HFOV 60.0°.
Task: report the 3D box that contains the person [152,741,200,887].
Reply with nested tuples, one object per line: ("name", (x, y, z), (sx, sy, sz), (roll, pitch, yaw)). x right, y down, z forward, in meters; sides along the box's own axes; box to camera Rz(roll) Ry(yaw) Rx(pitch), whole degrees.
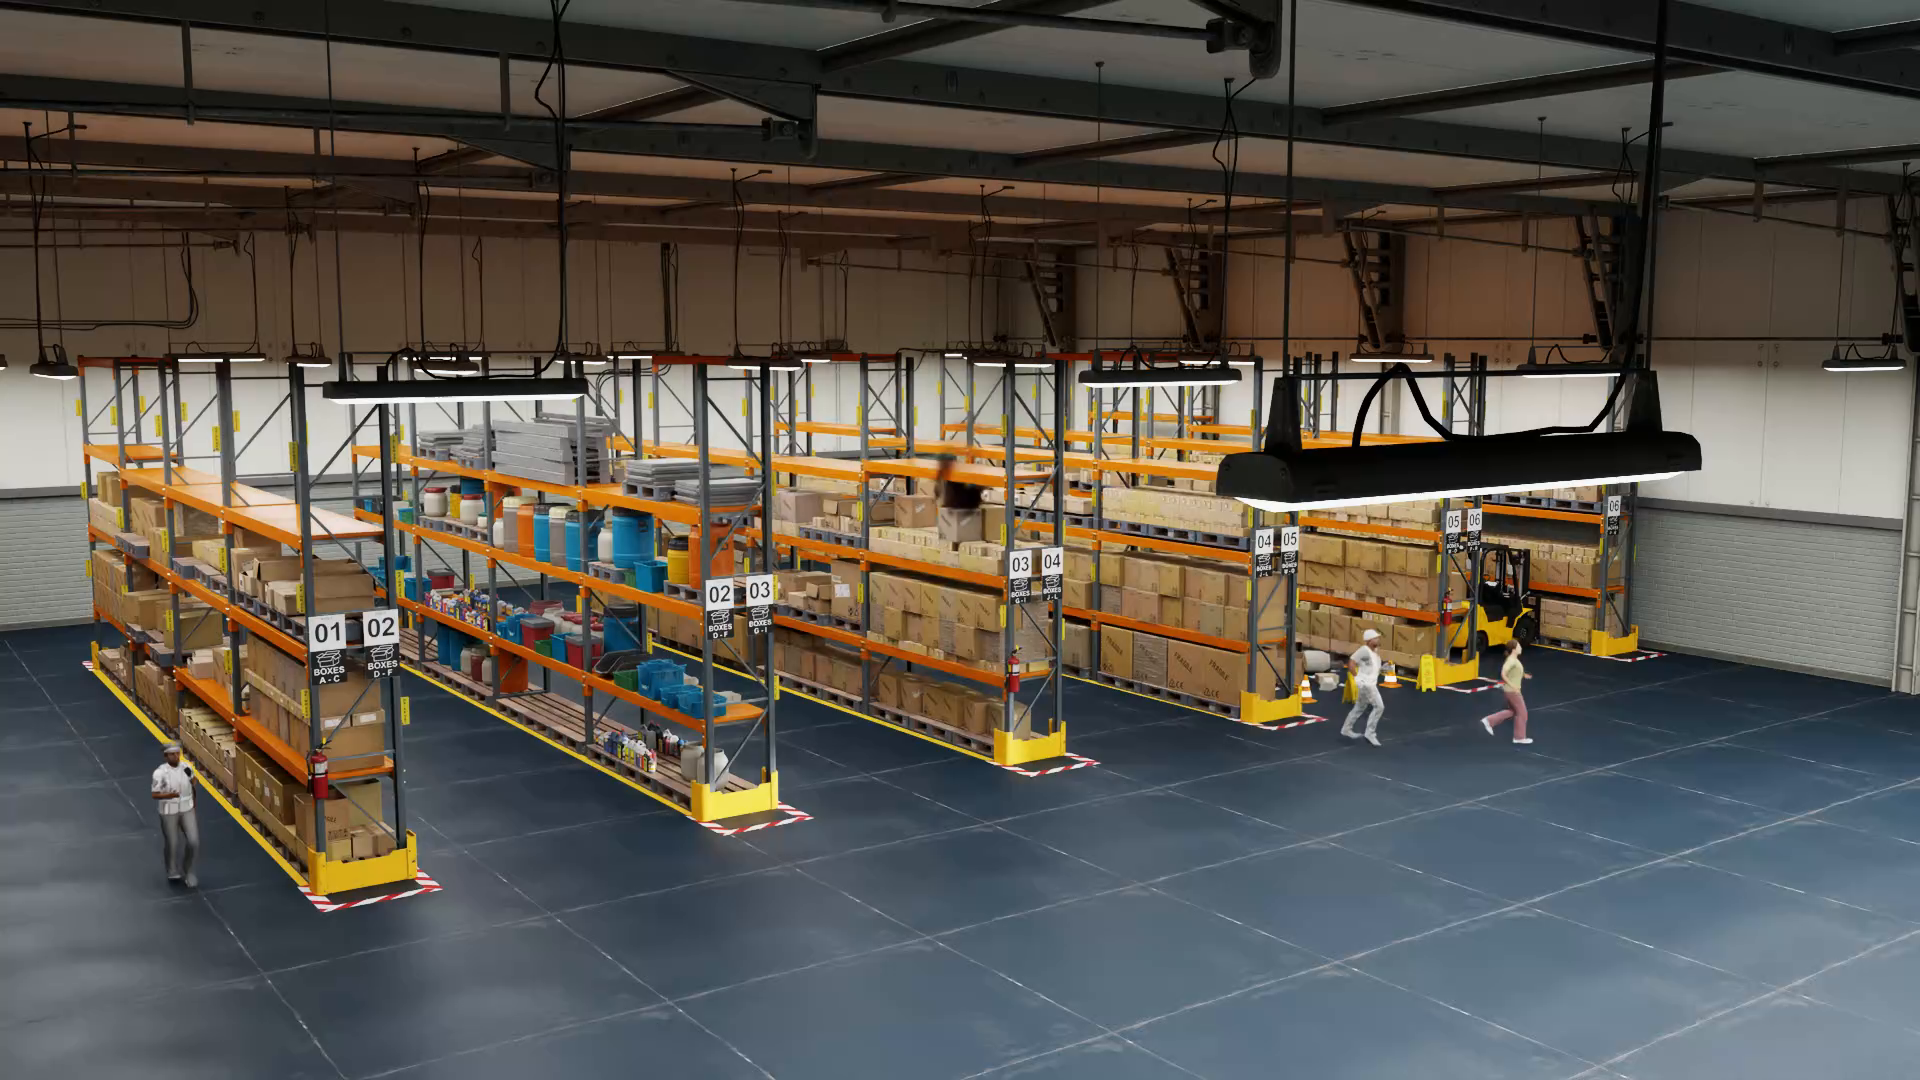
("person", (-9.042, 3.174, 19.243), (0.553, 1.742, 0.681), (-6, 9, -40))

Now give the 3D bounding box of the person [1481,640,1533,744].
("person", (8.582, 2.367, 26.000), (0.780, 1.633, 0.582), (2, 7, 14))

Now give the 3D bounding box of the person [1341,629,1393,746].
("person", (6.381, 2.296, 26.070), (0.778, 1.829, 0.668), (2, 7, 19))

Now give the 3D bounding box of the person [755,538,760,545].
("person", (-4.758, 0.792, 38.659), (0.679, 1.768, 0.673), (-3, 7, -22))
